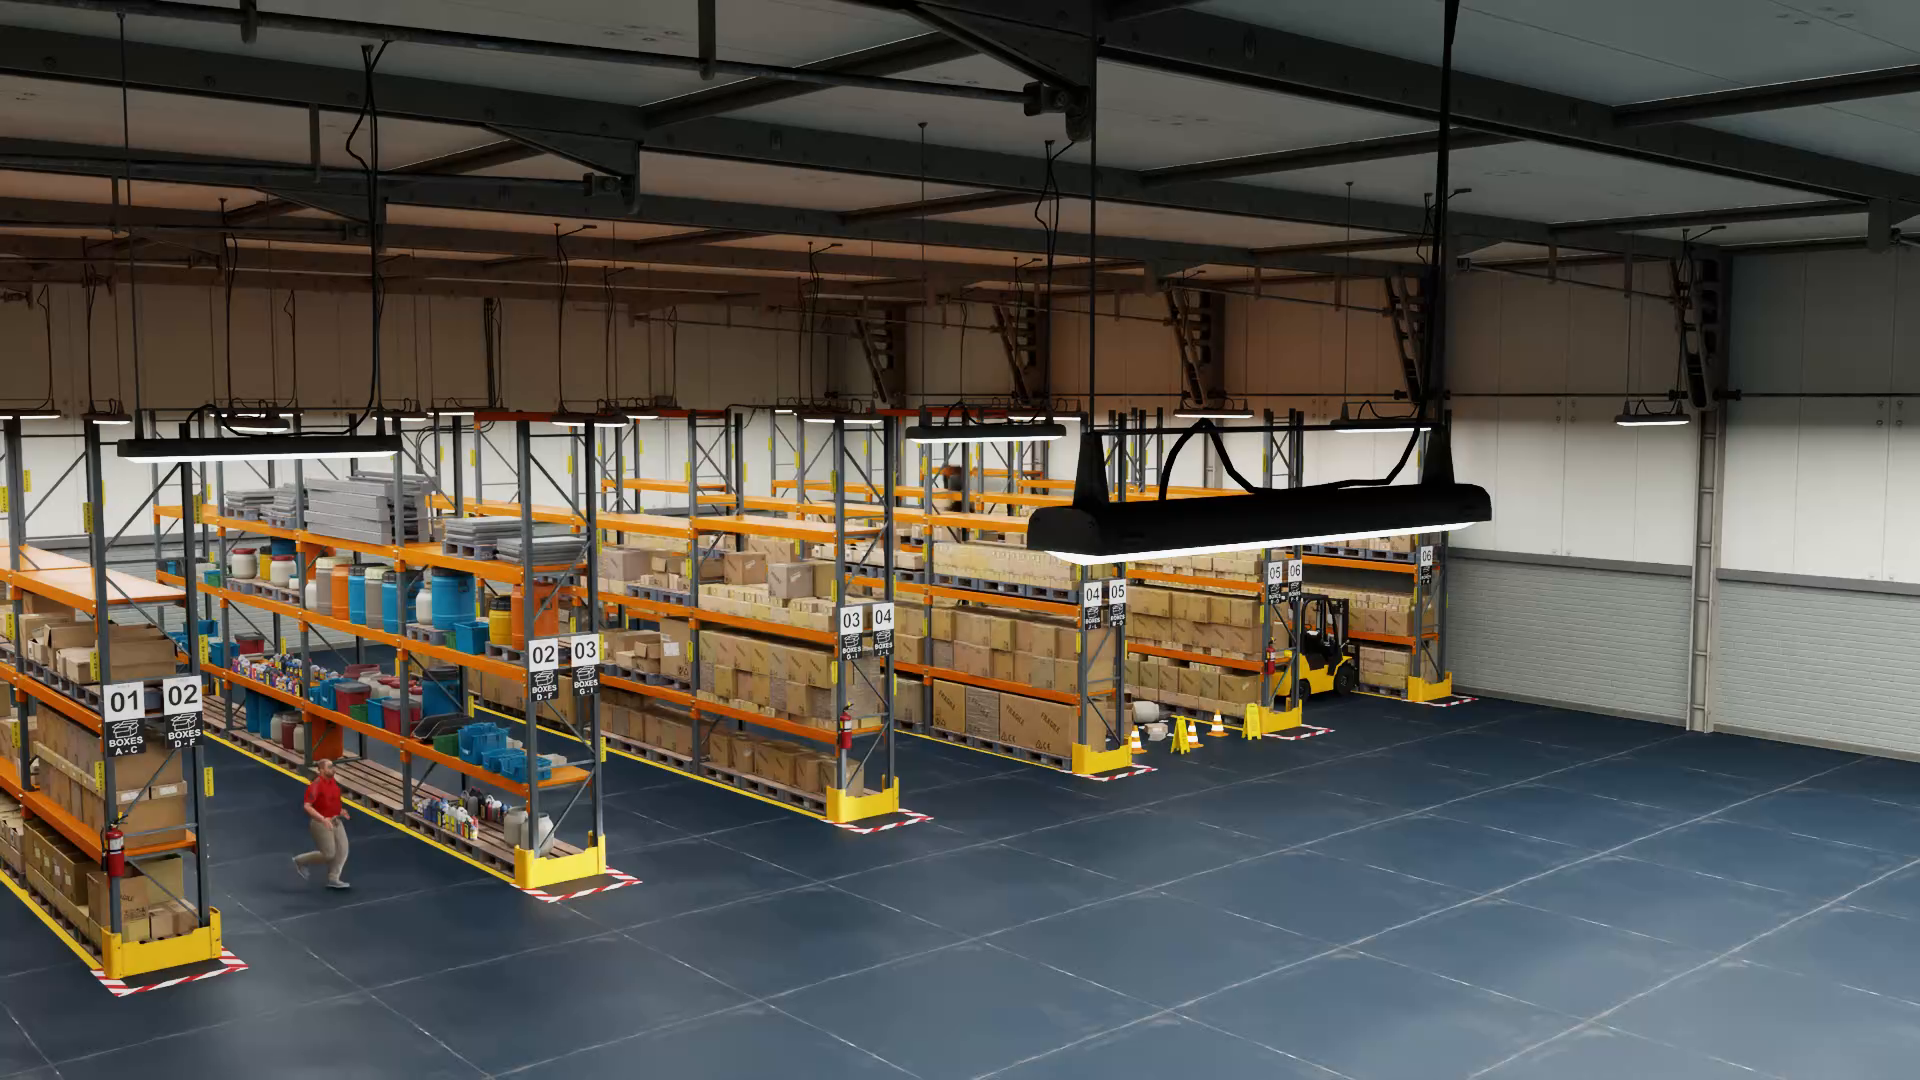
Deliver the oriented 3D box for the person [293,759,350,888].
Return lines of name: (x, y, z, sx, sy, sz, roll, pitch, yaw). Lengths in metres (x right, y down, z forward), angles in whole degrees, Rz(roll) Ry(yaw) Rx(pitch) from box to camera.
person: (-8.154, 3.630, 21.304, 0.669, 1.681, 0.670, 1, 5, 12)

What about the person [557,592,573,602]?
person: (-9.735, 1.940, 40.425, 0.685, 1.706, 0.759, -3, 6, -30)
